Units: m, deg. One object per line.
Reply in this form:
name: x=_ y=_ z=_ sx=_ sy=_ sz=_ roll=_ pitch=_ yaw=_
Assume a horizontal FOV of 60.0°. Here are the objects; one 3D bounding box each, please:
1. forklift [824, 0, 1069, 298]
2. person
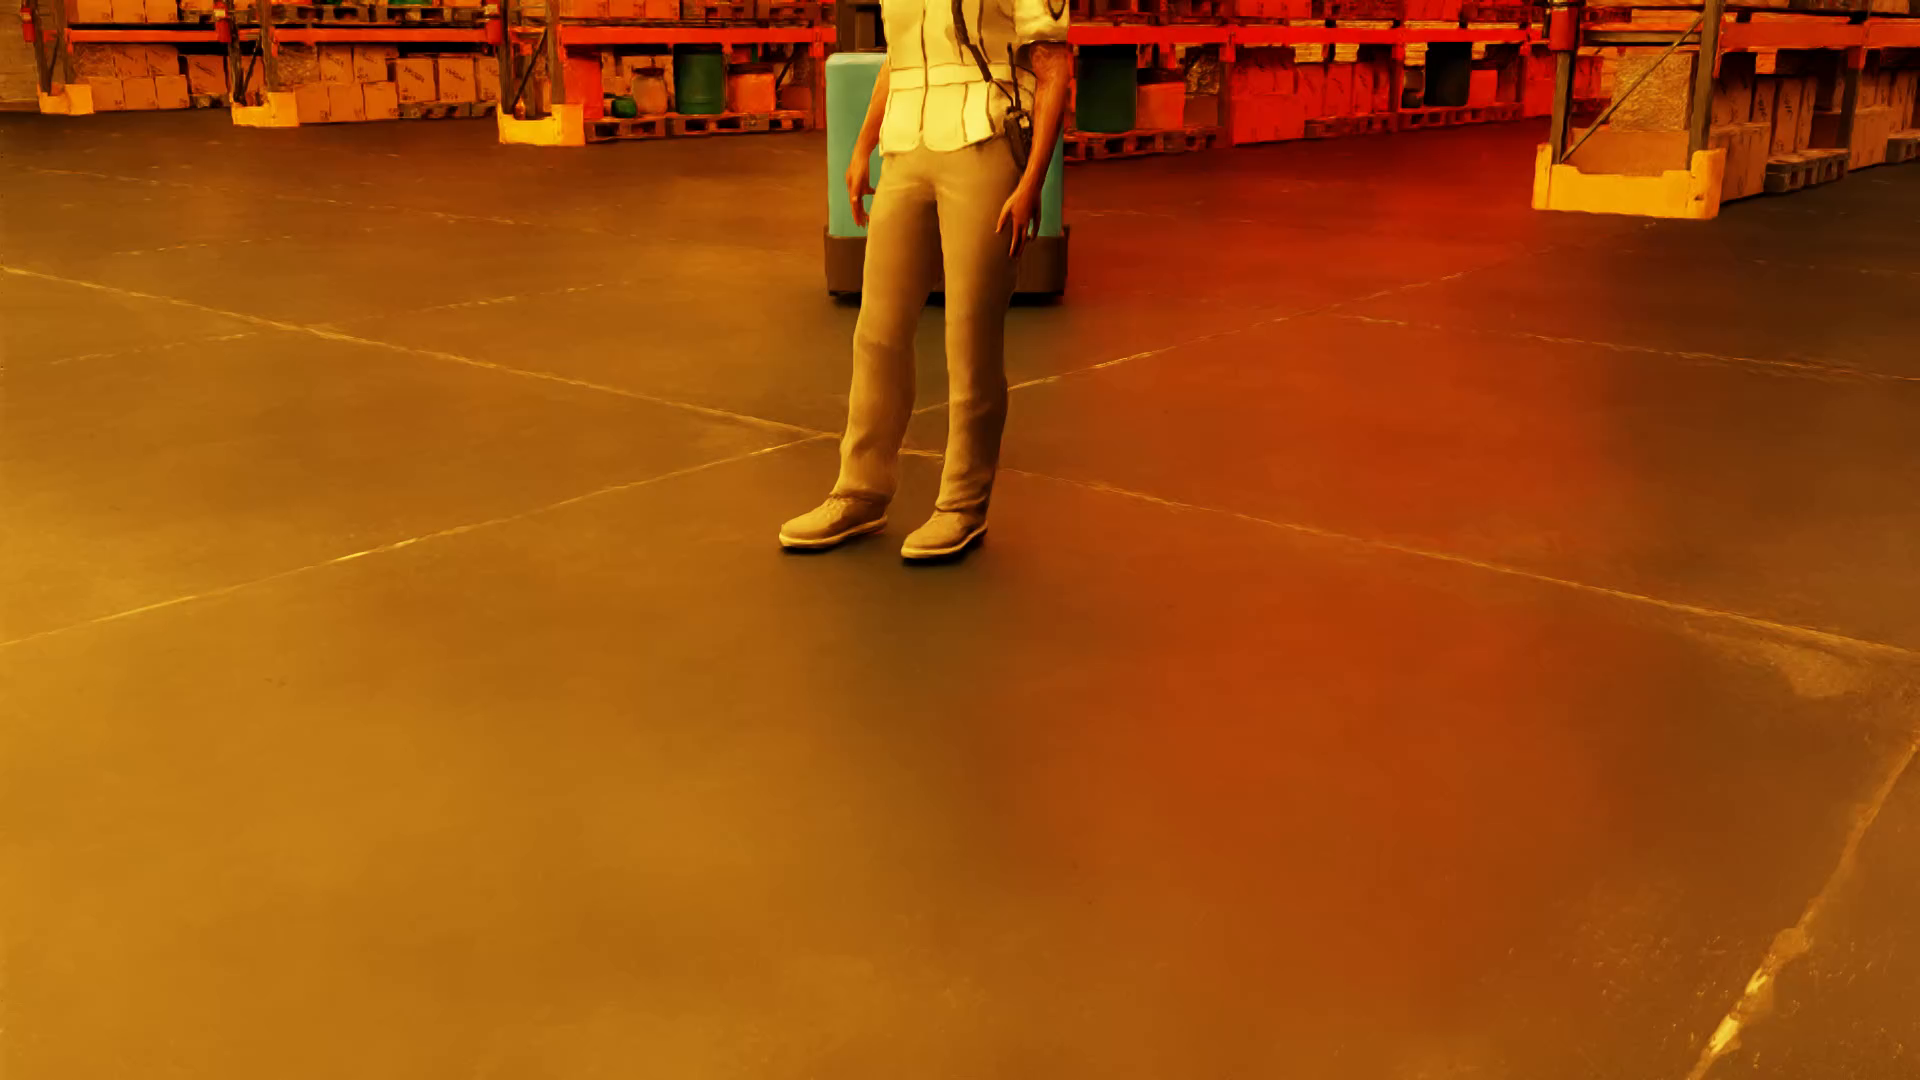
forklift: x=-0.063 y=-2.858 z=8.308 sx=1.130 sy=2.935 sz=3.031 roll=0 pitch=17 yaw=0
person: x=-0.063 y=-0.805 z=3.650 sx=0.570 sy=1.695 sz=0.529 roll=13 pitch=21 yaw=37
